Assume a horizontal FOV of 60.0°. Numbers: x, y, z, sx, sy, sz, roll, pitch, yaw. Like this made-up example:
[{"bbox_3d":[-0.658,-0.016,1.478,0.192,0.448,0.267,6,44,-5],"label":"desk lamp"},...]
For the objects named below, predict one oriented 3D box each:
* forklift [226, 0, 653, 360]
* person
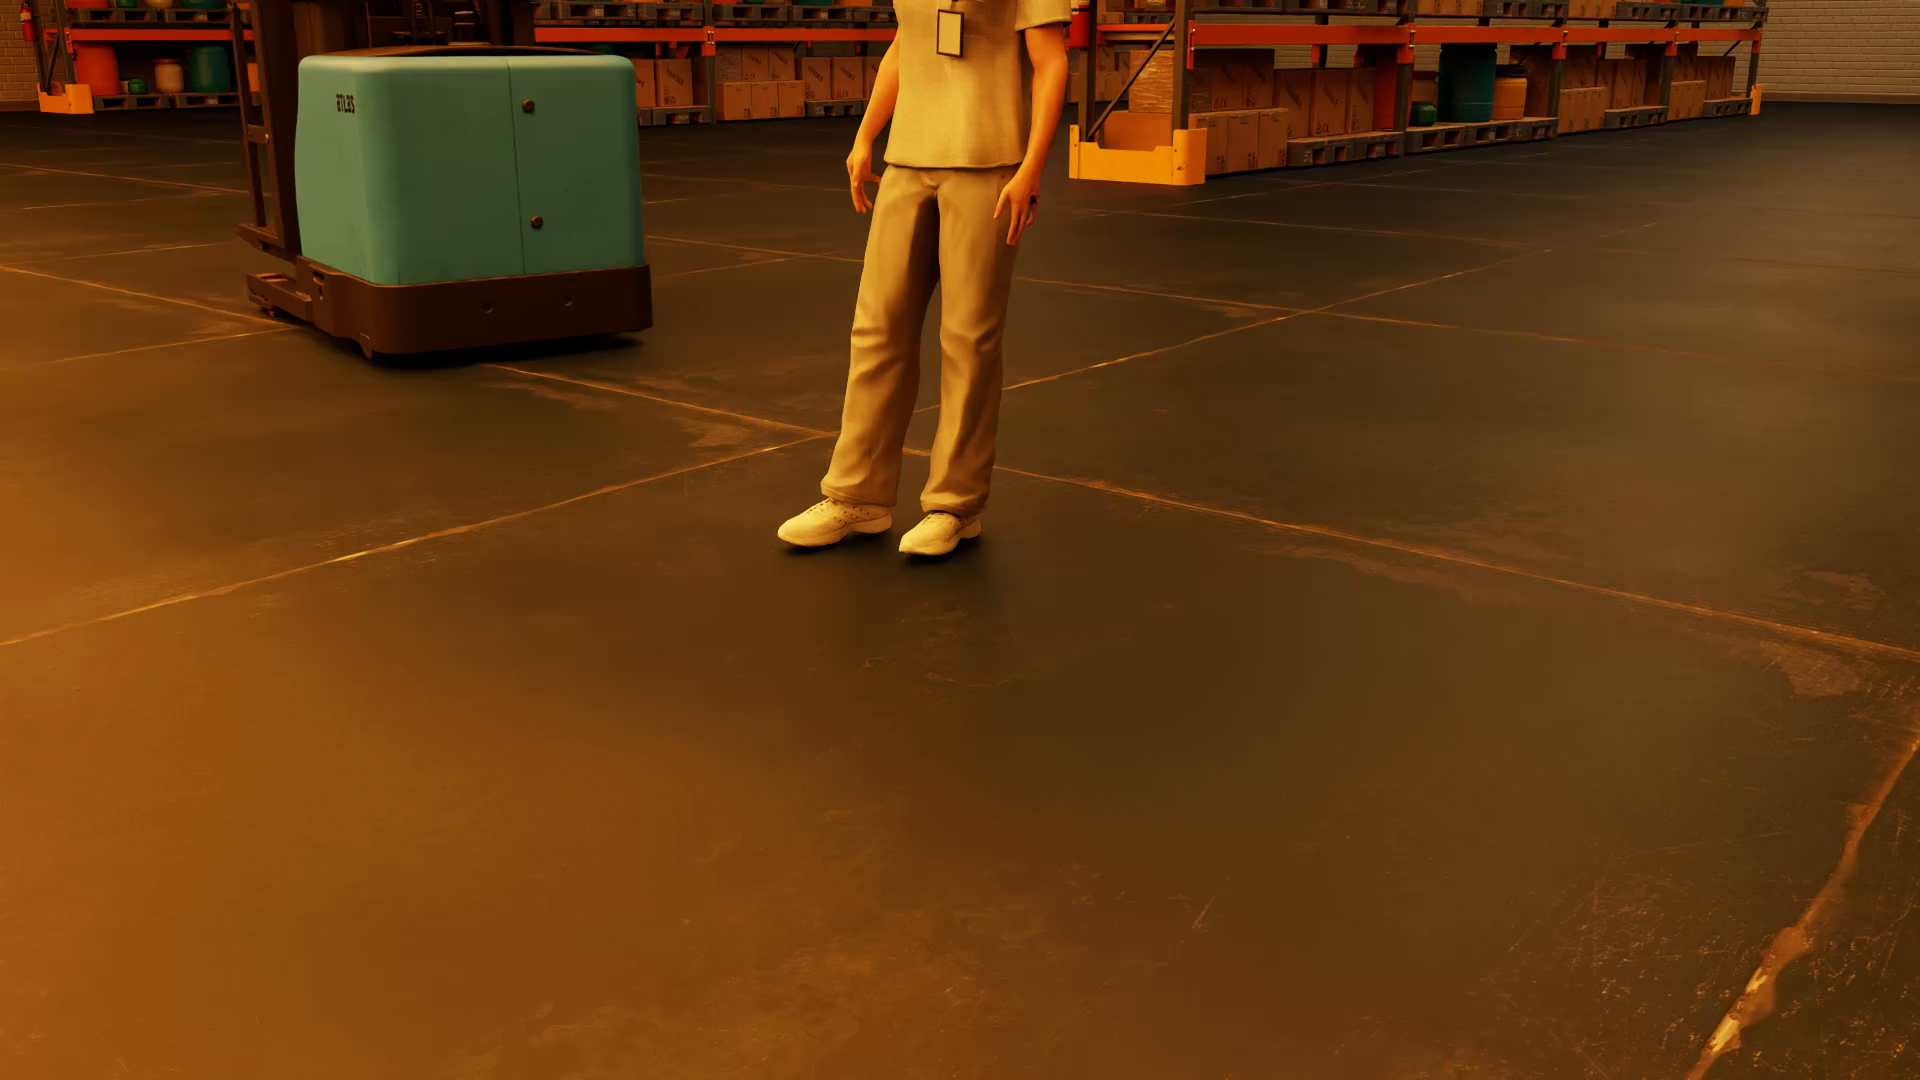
[{"bbox_3d":[-2.441,-2.421,6.872,1.130,2.935,3.031,-12,20,-33],"label":"forklift"},{"bbox_3d":[-0.058,-0.795,3.650,0.549,1.673,0.548,13,21,37],"label":"person"}]
